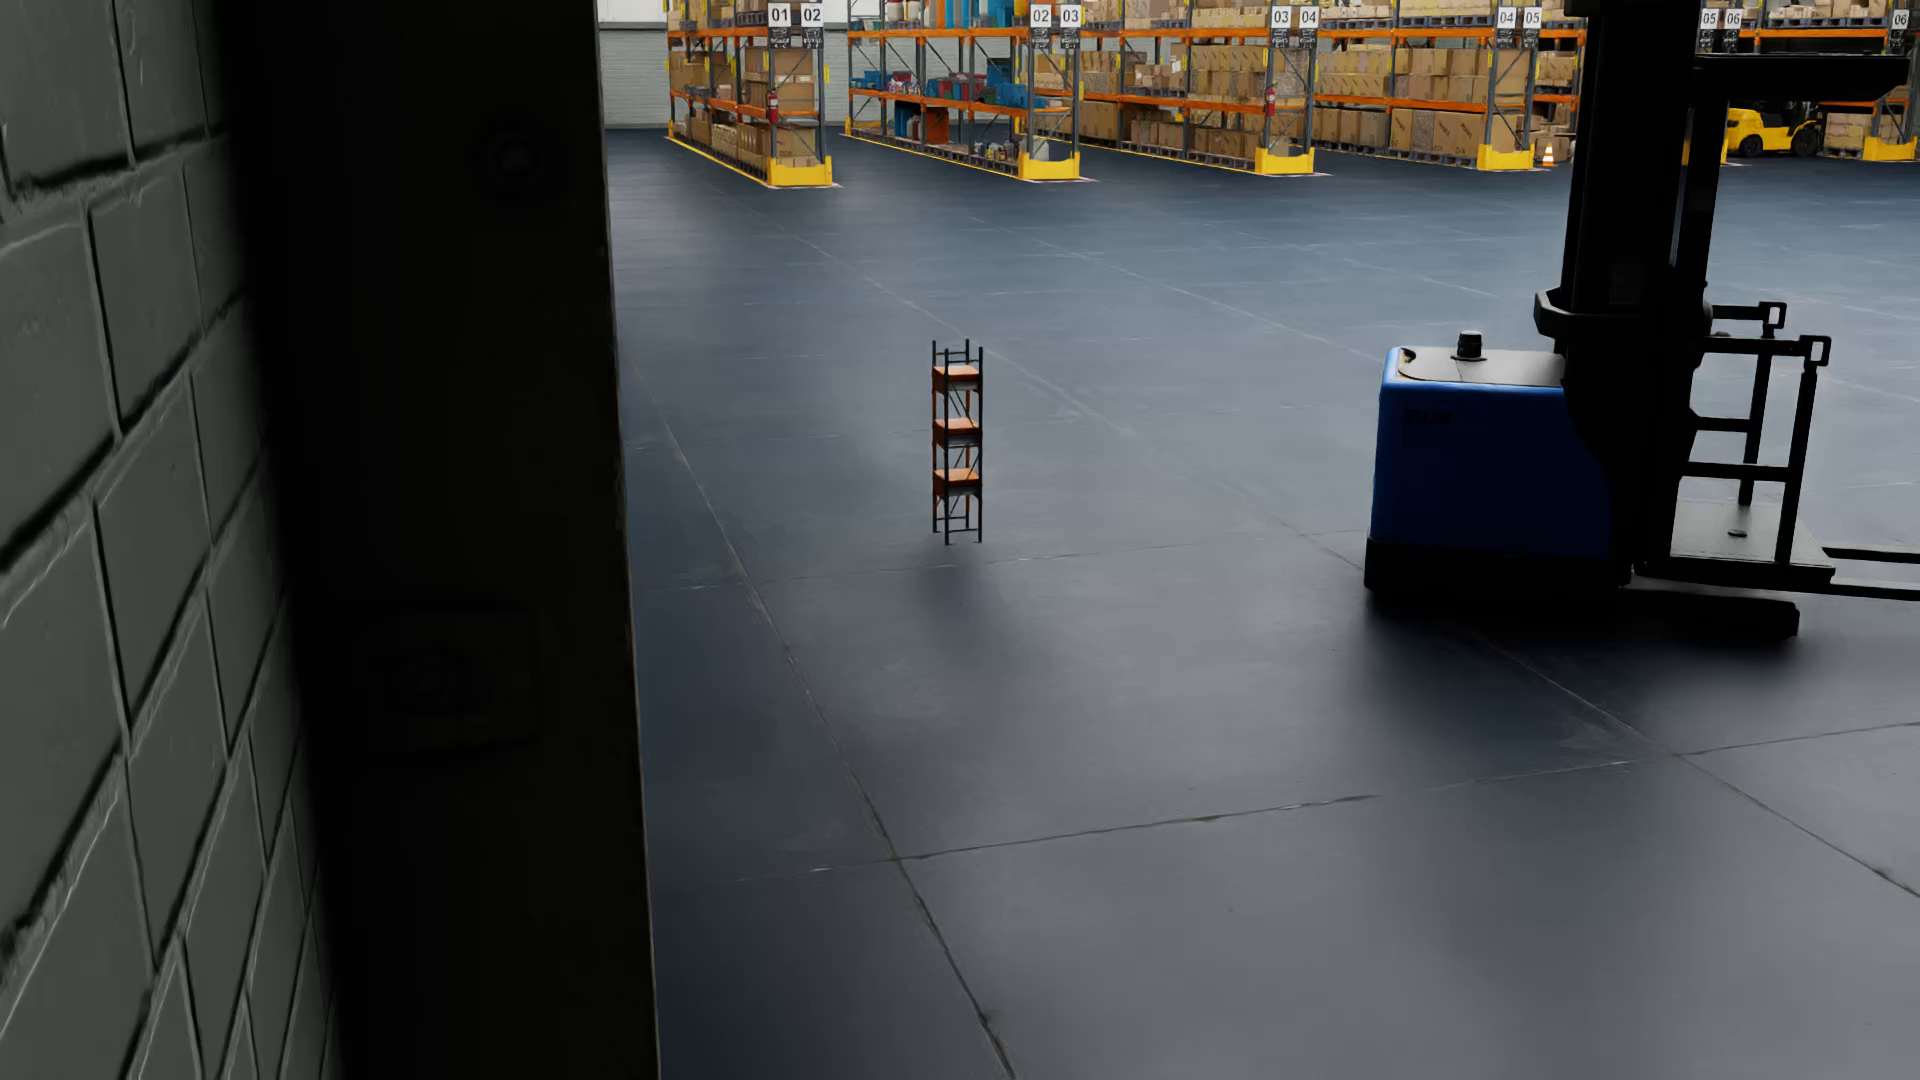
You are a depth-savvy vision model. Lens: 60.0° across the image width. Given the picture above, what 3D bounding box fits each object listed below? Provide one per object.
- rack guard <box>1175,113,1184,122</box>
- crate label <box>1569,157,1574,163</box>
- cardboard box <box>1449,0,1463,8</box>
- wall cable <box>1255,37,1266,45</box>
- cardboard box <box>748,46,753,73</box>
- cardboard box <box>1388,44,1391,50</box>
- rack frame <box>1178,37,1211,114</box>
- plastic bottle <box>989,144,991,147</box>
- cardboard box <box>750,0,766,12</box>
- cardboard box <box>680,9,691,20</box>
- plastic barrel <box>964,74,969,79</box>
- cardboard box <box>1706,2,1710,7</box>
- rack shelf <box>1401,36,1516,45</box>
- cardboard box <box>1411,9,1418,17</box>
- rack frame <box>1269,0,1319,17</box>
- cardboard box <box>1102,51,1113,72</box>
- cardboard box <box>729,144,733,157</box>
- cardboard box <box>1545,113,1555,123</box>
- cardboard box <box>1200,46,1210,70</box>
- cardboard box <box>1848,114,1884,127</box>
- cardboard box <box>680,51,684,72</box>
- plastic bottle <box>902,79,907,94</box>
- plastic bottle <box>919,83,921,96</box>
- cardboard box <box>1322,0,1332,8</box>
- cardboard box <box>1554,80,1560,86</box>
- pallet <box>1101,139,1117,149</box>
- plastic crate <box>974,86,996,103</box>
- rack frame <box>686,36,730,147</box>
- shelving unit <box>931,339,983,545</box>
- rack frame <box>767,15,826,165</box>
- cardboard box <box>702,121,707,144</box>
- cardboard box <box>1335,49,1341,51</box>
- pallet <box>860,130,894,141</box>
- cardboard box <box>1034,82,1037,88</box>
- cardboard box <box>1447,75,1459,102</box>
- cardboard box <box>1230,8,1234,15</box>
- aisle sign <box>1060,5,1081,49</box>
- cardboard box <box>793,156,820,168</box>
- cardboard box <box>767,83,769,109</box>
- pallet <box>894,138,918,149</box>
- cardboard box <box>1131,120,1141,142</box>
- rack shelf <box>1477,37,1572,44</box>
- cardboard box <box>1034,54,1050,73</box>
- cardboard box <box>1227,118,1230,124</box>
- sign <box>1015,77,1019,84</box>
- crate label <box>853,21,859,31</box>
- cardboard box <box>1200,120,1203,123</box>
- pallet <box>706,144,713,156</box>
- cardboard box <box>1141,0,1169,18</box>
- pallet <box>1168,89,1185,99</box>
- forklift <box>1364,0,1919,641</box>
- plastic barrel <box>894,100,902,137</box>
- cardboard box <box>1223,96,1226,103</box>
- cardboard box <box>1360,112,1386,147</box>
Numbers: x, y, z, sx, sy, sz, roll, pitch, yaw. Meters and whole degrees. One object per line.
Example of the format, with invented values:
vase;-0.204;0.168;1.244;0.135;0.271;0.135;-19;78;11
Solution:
rack guard;6.967;-12.392;49.270;1.175;0.500;0.348;-5;17;-15
crate label;13.466;-8.281;36.213;0.298;0.136;0.250;16;23;42
cardboard box;10.666;-11.332;35.020;0.500;0.250;0.500;-5;17;-16
wall cable;10.105;-16.089;55.412;0.585;1.953;0.123;-5;17;-15
cardboard box;-3.811;-9.552;33.041;0.700;0.500;0.500;-5;17;-15
cardboard box;12.359;-13.972;47.145;0.380;0.149;0.250;-5;17;-15
rack frame;6.946;-13.610;48.980;1.000;3.000;0.127;-5;17;-15
plastic bottle;0.636;-8.093;34.591;0.097;0.271;0.097;0;17;0
cardboard box;-3.703;-10.152;31.434;0.500;0.311;0.500;-3;17;-9
cardboard box;-6.672;-13.075;41.375;0.500;0.250;0.500;-5;17;-15
plastic barrel;0.312;-10.205;37.407;0.433;0.535;0.433;0;17;0
cardboard box;15.698;-11.372;35.366;0.380;0.149;0.250;-5;17;-15
rack shelf;13.326;-13.462;44.523;1.077;0.370;4.000;-5;17;-15
cardboard box;10.157;-11.588;36.567;0.380;0.149;0.250;-5;17;-15
rack frame;6.546;-11.694;32.171;1.000;3.000;0.127;-5;17;-15
cardboard box;3.986;-11.946;41.521;0.797;0.503;0.637;-4;17;-14
cardboard box;-4.609;-8.261;35.221;0.500;0.250;0.500;-5;17;-16
cardboard box;17.594;-12.432;49.000;0.500;0.311;0.500;-4;17;-13
cardboard box;5.465;-10.313;35.575;0.500;0.500;0.500;-5;17;-15
cardboard box;20.420;-9.463;37.486;0.500;0.250;0.500;-4;17;-13
cardboard box;-6.809;-12.145;42.191;0.500;0.500;0.500;-5;17;-16
plastic bottle;-1.341;-11.148;40.868;0.144;0.351;0.185;-5;17;-15
plastic bottle;-0.936;-10.664;39.374;0.061;0.283;0.133;-5;17;-15
cardboard box;9.156;-13.525;41.977;0.396;0.266;0.258;-5;17;-15
cardboard box;14.513;-10.986;39.950;0.380;0.149;0.250;-5;17;-17
pallet;4.203;-9.922;41.548;1.003;0.211;1.213;-5;17;-15
plastic crate;0.706;-9.351;34.907;0.767;0.338;0.504;-5;17;-15
rack frame;-6.278;-11.358;41.481;1.000;3.000;0.127;-5;17;-15
shelving unit;-0.015;-0.518;8.782;0.215;1.050;0.252;-5;17;-15
rack frame;-2.980;-8.038;30.430;1.000;3.000;0.127;-5;17;-15
cardboard box;-5.803;-9.648;39.370;0.500;0.500;0.500;-5;18;-17
cardboard box;11.535;-14.401;49.701;0.500;0.500;0.500;-5;17;-16
pallet;-2.092;-10.951;44.974;1.003;0.211;1.213;-5;17;-15
cardboard box;2.285;-12.646;46.207;0.380;0.149;0.250;-5;17;-16
cardboard box;10.992;-9.671;35.604;0.875;0.550;0.550;-5;17;-15
cardboard box;5.788;-10.868;34.205;0.380;0.149;0.250;-6;18;-18
aisle sign;2.085;-9.677;31.367;0.394;0.787;0.004;-5;17;-15
cardboard box;-2.913;-7.088;31.318;0.500;0.250;0.500;-5;17;-15
cardboard box;-3.245;-8.361;31.332;0.700;0.500;0.500;-4;17;-14
pallet;-1.003;-9.858;41.335;1.003;0.211;1.213;-5;17;-15
cardboard box;4.551;-9.863;40.086;0.700;0.500;0.500;-6;18;-18
rack shelf;16.999;-14.962;49.516;1.077;0.370;4.000;-5;17;-15
cardboard box;2.307;-13.241;46.190;0.500;0.500;0.500;-5;17;-17
cardboard box;7.566;-11.618;46.056;0.380;0.149;0.250;-6;18;-18
sign;1.216;-9.708;35.509;0.100;0.325;0.005;-5;17;-15
crate label;-2.670;-13.939;45.119;0.408;0.251;0.502;-5;17;-15
cardboard box;7.134;-11.999;47.843;0.380;0.149;0.250;-5;17;-15
pallet;-5.347;-9.125;38.896;1.003;0.211;1.213;-5;17;-15
cardboard box;4.510;-12.328;38.453;0.500;0.500;0.500;-5;17;-17
pallet;5.377;-10.058;37.487;1.003;0.211;1.213;-5;17;-15
forklift;3.498;-1.124;7.530;3.031;2.935;1.130;5;17;15
plastic barrel;-1.381;-10.793;42.517;0.600;0.901;0.708;-5;17;-15
cardboard box;5.754;-9.244;34.881;0.380;0.149;0.250;-5;17;-15
cardboard box;9.986;-9.579;38.741;1.050;0.750;0.750;-5;17;-16
